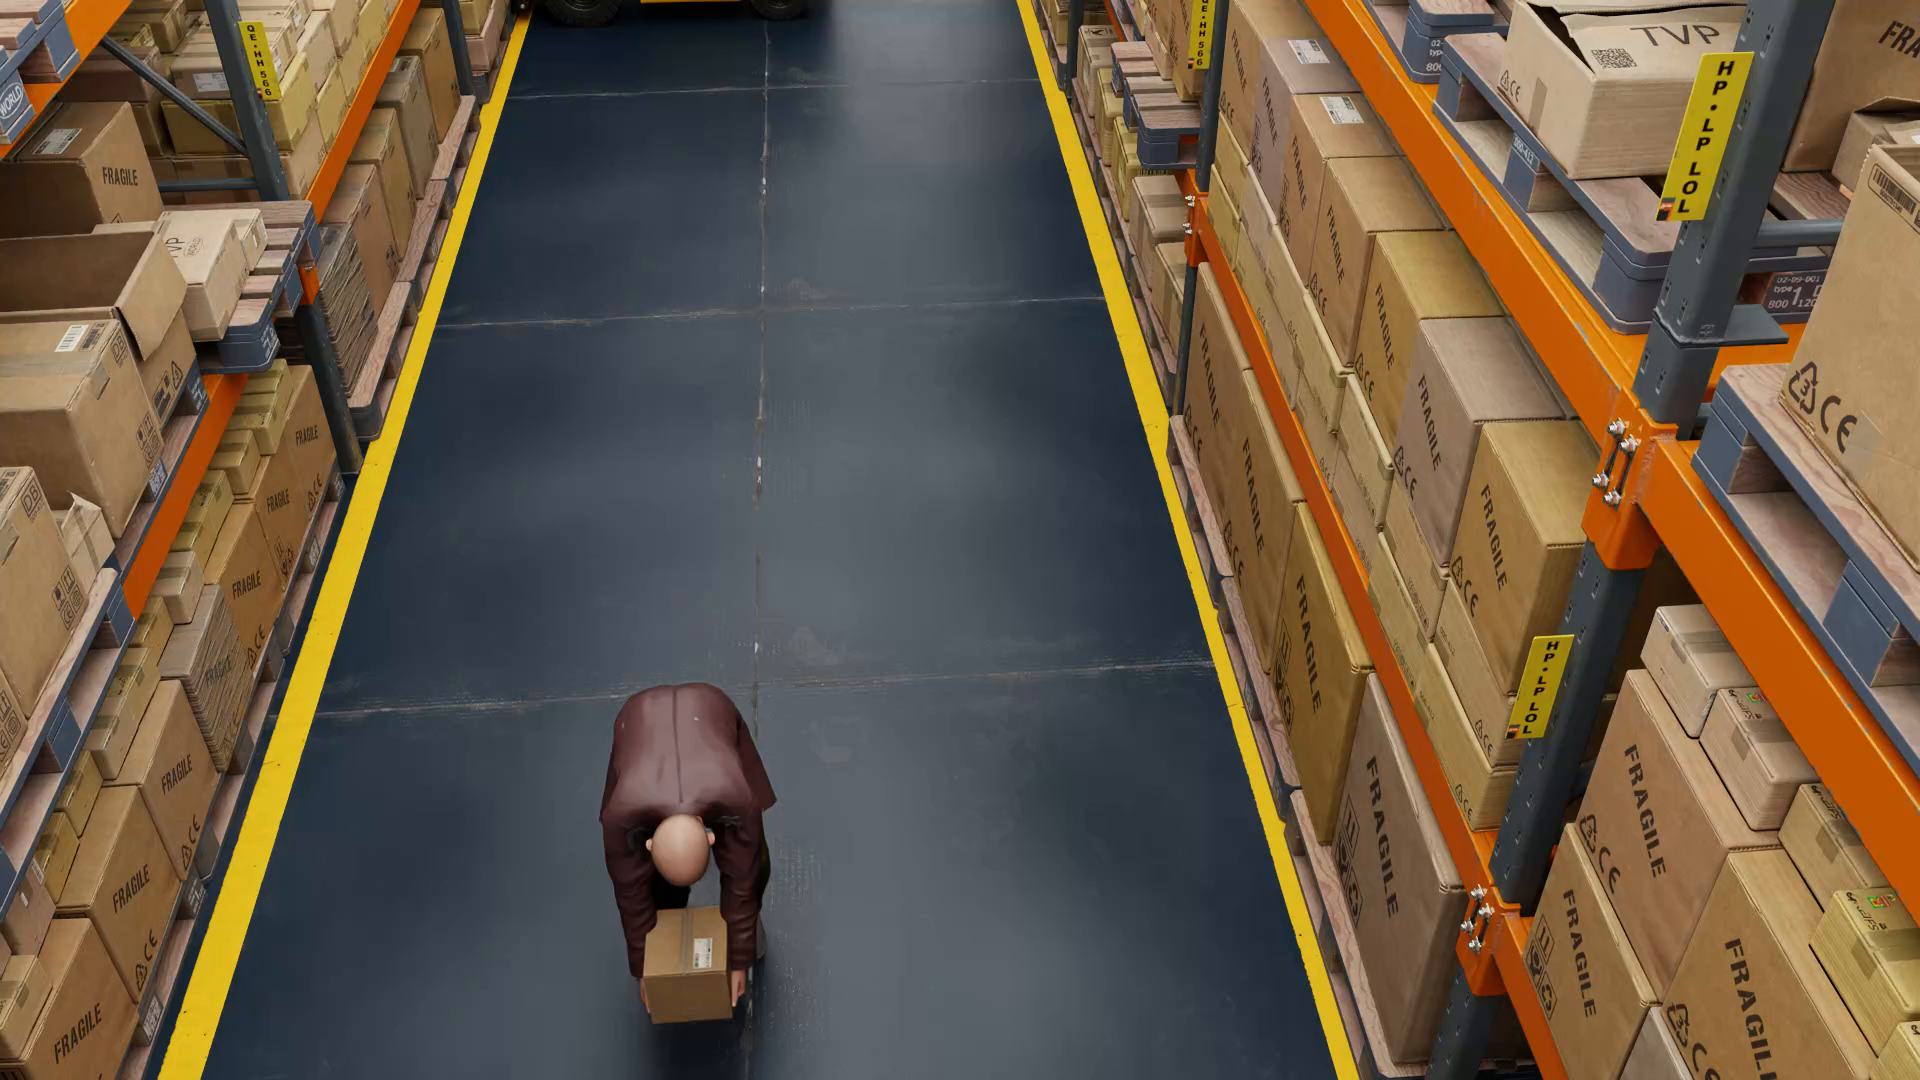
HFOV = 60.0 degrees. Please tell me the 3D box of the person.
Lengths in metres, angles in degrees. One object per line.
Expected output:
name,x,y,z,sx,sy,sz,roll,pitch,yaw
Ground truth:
person,-0.871,1.035,5.381,0.585,1.138,0.937,-5,39,-6
